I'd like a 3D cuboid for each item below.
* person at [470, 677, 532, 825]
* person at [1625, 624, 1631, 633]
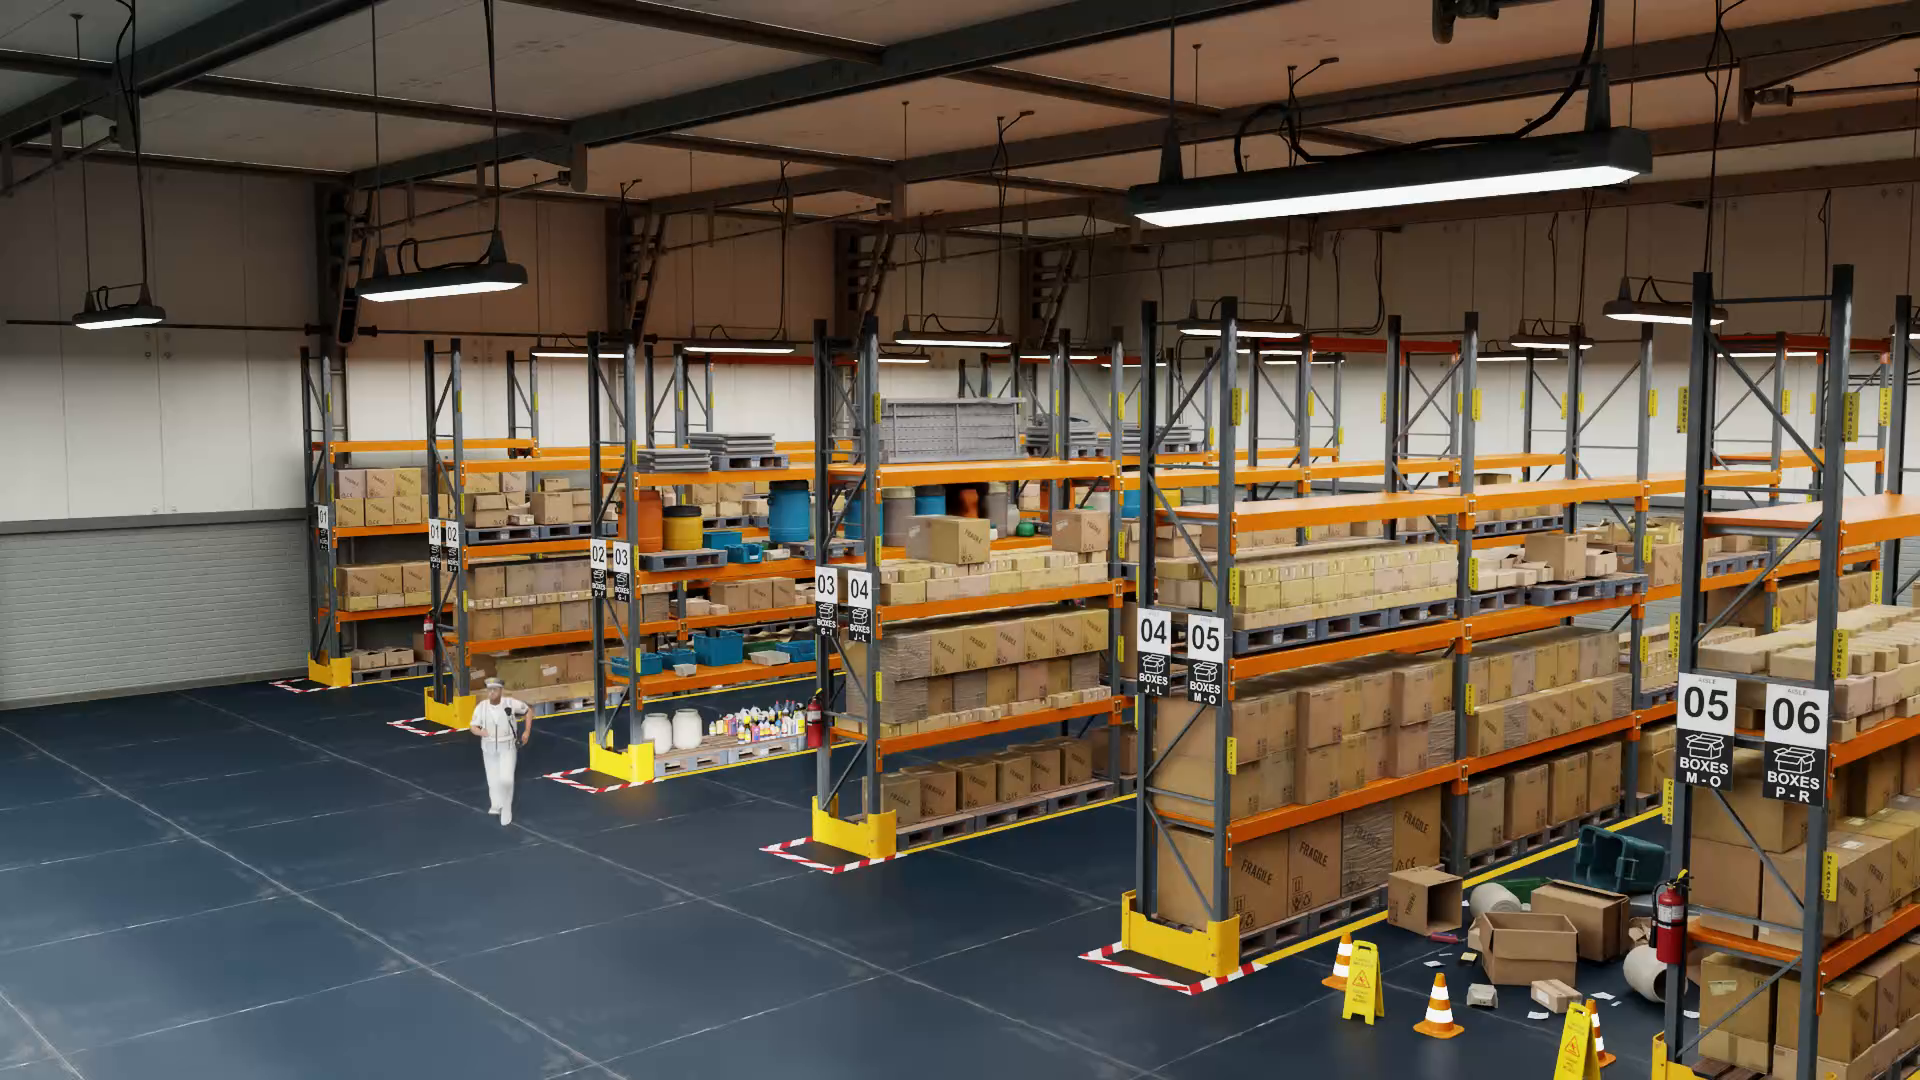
[{"bbox_3d":[-5.531,2.528,20.018,0.677,1.793,0.884,0,5,-4],"label":"person"},{"bbox_3d":[10.213,2.115,25.212,0.547,1.698,0.660,-3,6,-34],"label":"person"}]
